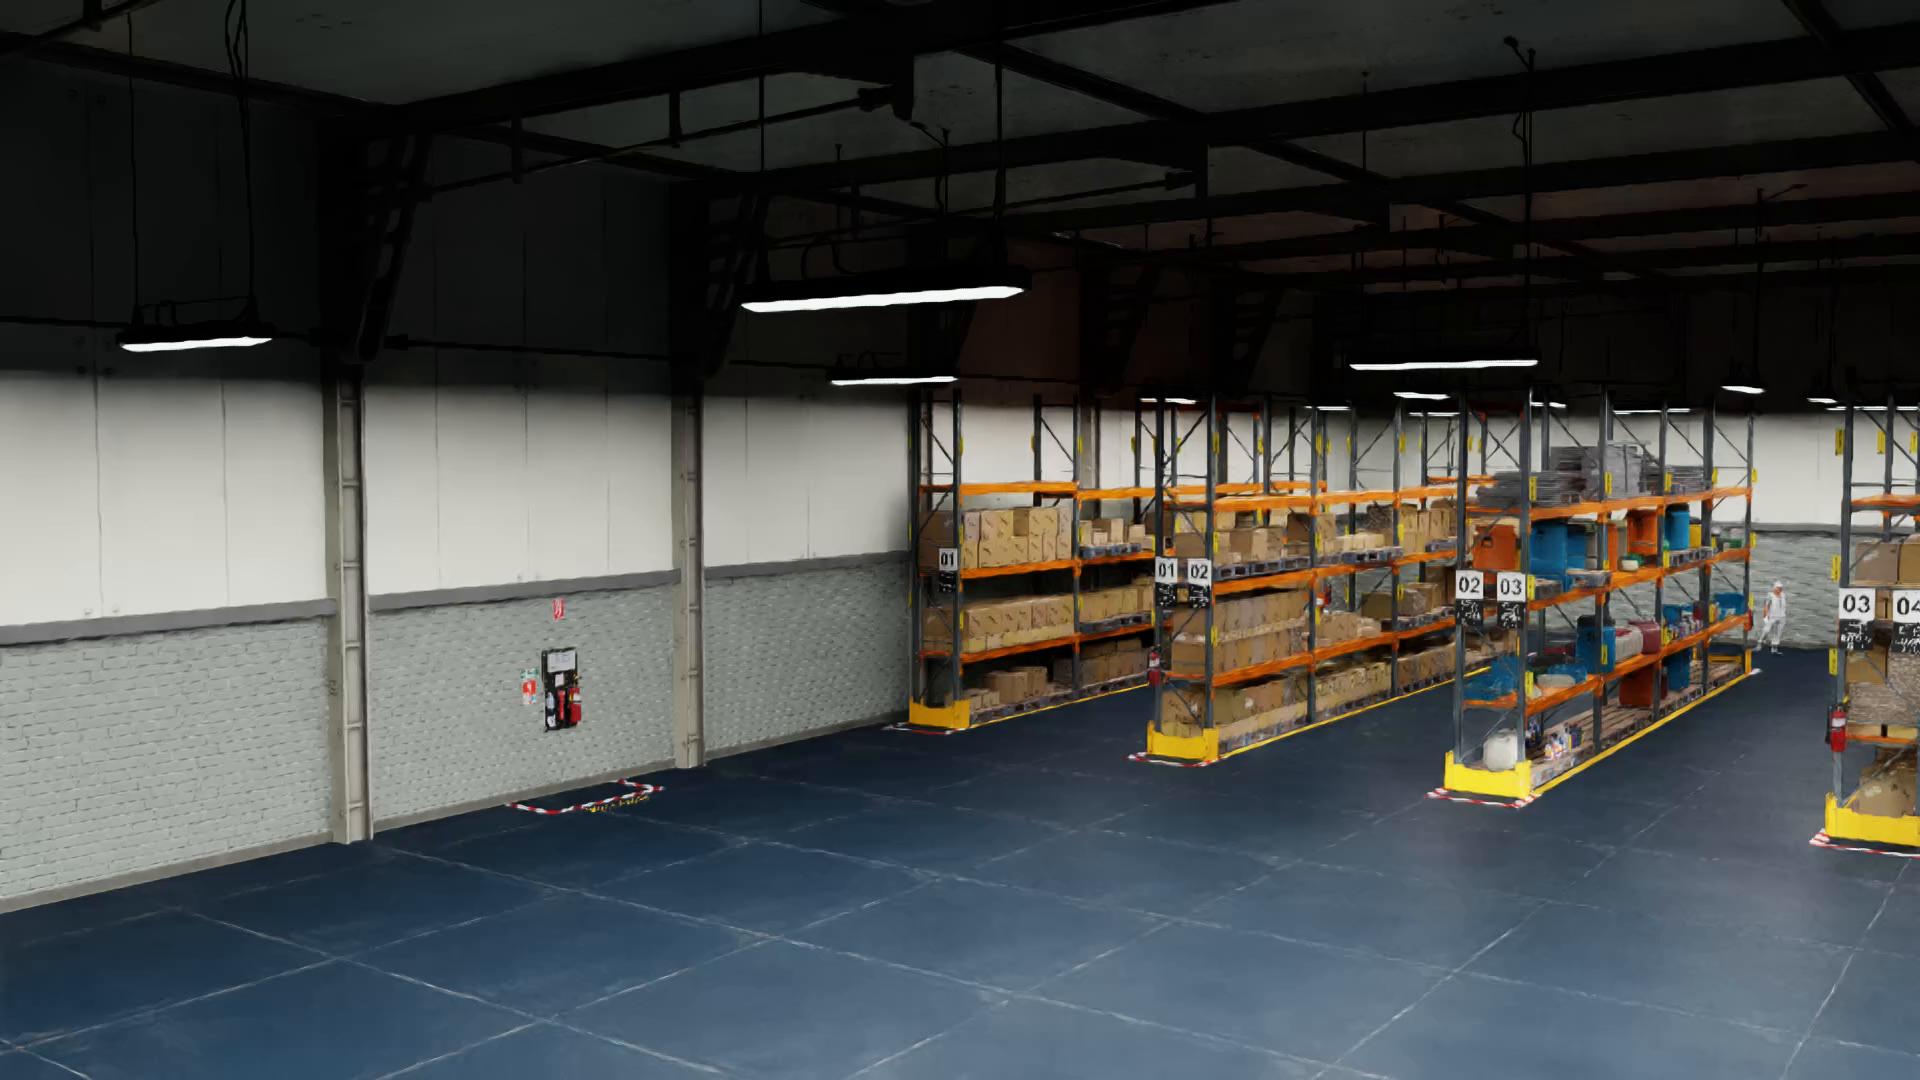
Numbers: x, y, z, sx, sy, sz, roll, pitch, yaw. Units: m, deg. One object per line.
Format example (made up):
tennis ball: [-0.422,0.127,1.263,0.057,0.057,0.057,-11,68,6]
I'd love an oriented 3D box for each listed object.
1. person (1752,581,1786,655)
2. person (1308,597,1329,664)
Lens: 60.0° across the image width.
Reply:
person: [19.324,1.855,39.661,0.725,1.779,0.528,0,3,-4]
person: [7.810,2.085,36.179,0.577,1.691,1.121,3,4,38]
